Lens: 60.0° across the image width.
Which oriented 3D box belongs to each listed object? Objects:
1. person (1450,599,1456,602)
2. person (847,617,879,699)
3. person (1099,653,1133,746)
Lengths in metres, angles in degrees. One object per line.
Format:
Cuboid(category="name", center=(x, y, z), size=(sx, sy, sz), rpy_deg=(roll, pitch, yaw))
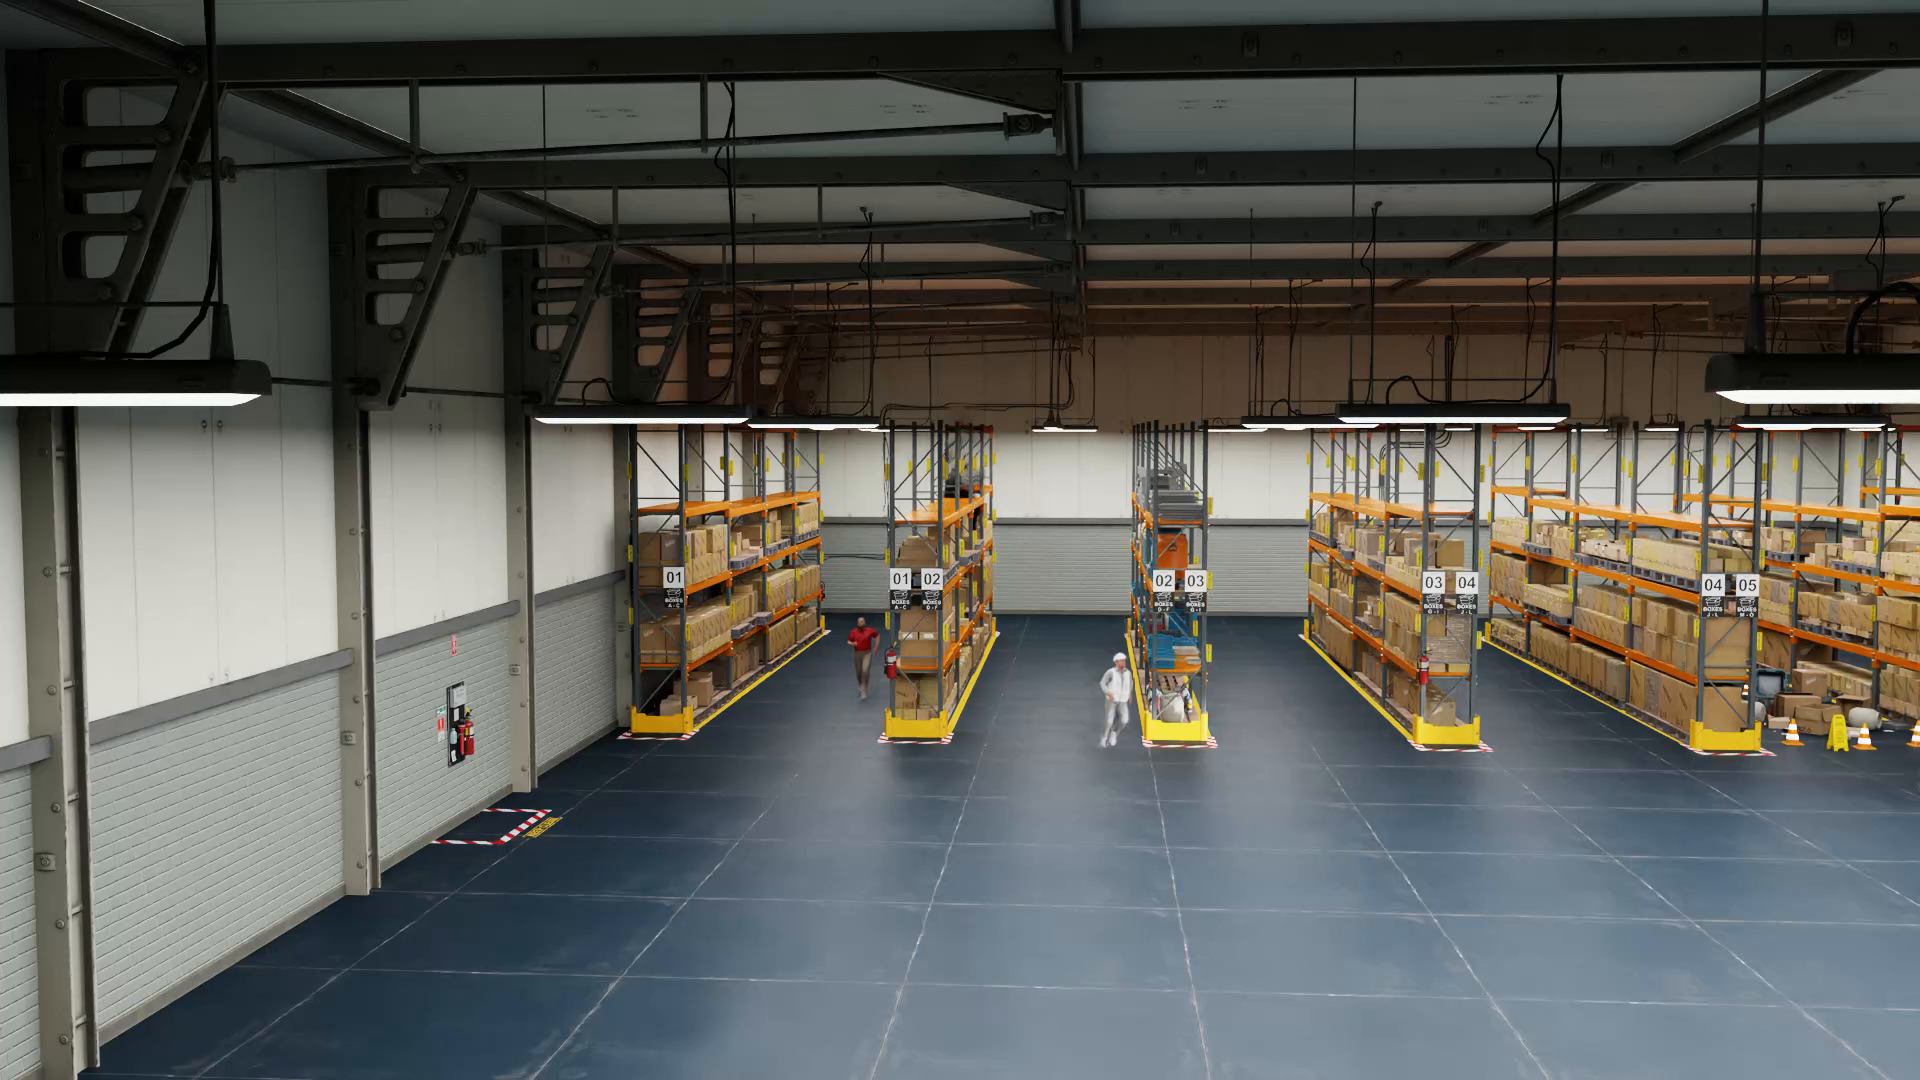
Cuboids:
Cuboid(category="person", center=(13.369, 2.110, 45.019), size=(0.641, 1.623, 0.797), rpy_deg=(1, 4, 13))
Cuboid(category="person", center=(-2.118, 2.562, 36.438), size=(0.671, 1.766, 0.964), rpy_deg=(1, 4, 9))
Cuboid(category="person", center=(2.909, 2.931, 30.481), size=(0.716, 1.720, 0.584), rpy_deg=(-1, 4, -17))
